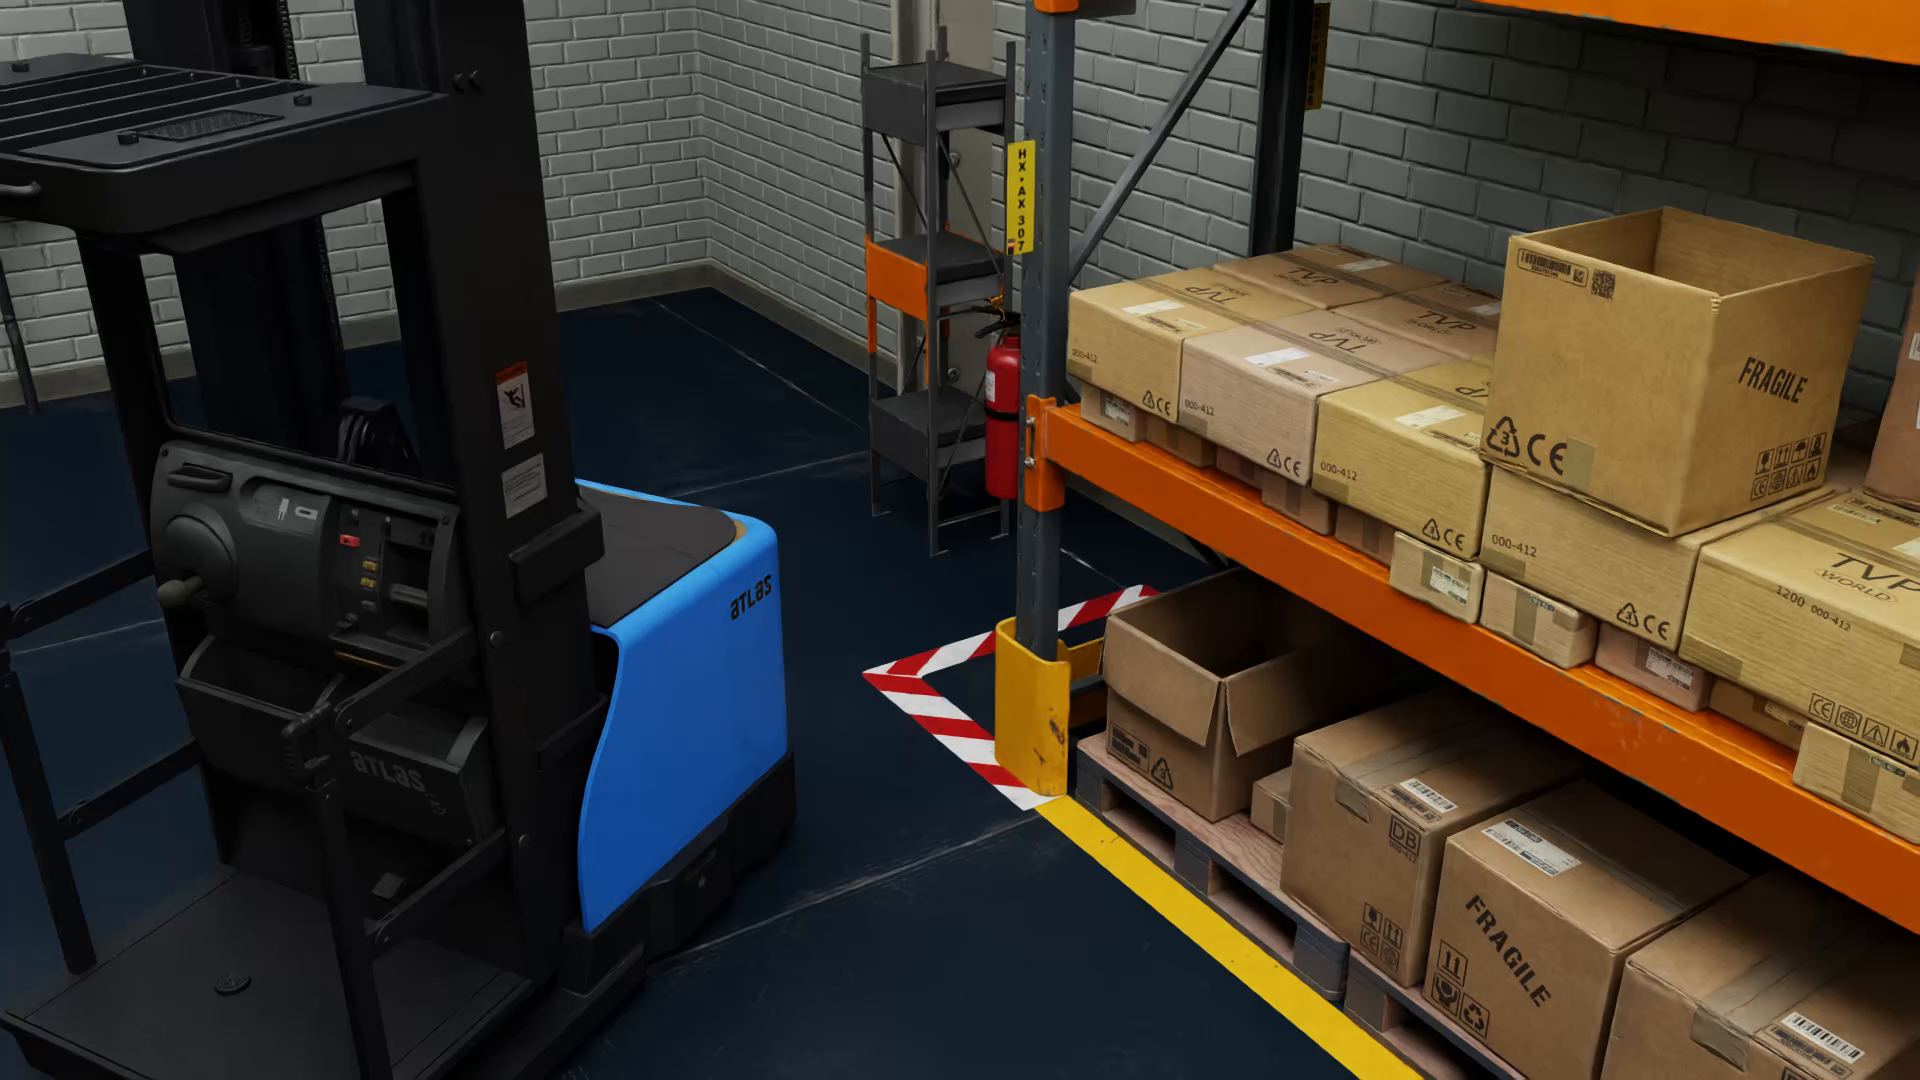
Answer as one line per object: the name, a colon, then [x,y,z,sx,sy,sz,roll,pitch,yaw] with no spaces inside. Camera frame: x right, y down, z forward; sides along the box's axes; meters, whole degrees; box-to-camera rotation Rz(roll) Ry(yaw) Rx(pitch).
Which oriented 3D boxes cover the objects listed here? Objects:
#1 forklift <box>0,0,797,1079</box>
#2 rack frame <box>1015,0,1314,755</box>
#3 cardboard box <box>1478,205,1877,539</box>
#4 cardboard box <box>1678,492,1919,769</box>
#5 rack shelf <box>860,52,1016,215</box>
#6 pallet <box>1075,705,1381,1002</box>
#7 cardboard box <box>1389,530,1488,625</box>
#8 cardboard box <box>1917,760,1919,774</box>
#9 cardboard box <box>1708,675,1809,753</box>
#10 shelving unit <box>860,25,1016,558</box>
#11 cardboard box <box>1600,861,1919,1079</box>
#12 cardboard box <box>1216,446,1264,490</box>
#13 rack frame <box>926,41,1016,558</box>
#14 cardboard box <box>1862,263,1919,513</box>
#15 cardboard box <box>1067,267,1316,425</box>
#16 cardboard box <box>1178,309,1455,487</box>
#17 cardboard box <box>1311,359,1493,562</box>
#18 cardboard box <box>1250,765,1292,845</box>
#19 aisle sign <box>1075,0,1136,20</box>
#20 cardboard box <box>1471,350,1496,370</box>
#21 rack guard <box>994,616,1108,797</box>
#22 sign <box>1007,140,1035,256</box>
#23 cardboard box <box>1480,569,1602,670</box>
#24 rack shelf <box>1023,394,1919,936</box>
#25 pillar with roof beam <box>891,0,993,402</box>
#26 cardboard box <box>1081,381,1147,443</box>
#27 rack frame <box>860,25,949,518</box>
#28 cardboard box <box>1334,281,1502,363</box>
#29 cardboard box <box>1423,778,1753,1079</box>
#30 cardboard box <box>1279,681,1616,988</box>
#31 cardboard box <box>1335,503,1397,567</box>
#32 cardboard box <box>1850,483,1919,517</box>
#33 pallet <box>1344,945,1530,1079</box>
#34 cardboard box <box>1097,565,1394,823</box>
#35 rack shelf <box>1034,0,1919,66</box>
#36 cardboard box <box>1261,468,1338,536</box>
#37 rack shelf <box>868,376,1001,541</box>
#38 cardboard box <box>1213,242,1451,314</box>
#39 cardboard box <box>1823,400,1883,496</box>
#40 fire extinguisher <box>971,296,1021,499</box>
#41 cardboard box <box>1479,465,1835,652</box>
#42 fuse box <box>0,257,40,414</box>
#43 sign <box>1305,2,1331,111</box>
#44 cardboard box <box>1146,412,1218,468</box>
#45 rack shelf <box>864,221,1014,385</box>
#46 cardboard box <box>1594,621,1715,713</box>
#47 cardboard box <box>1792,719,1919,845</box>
forklift: [-1.629,0.060,3.690,1.130,2.935,3.031,12,28,24]
rack frame: [0.634,-0.726,5.274,1.000,3.000,0.127,-16,29,-30]
cardboard box: [1.475,-0.370,3.470,0.500,0.500,0.500,-15,29,-28]
cardboard box: [1.788,0.155,3.234,0.500,0.250,0.500,-16,30,-30]
rack shelf: [-0.090,-1.629,6.634,0.431,0.518,0.480,-16,29,-30]
pallet: [1.111,0.847,5.209,1.003,0.211,1.213,-16,29,-30]
cardboard box: [1.245,0.041,3.943,0.380,0.149,0.250,-16,30,-31]
cardboard box: [2.049,0.337,2.850,0.500,0.250,0.500,-15,29,-29]
cardboard box: [1.779,0.284,3.428,0.380,0.149,0.250,-15,29,-29]
shelving unit: [-0.090,-1.009,6.927,0.431,2.100,0.503,-16,29,-30]
cardboard box: [1.889,1.141,3.755,0.700,0.500,0.500,-17,30,-31]
cardboard box: [0.934,-0.265,4.592,0.380,0.149,0.250,-16,30,-30]
rack frame: [0.043,-0.921,6.742,0.400,2.100,0.015,-16,29,-30]
cardboard box: [2.228,-0.296,3.312,0.500,0.500,0.500,-16,30,-31]
cardboard box: [0.656,-0.568,4.766,0.500,0.250,0.500,-15,29,-29]
cardboard box: [0.931,-0.387,4.384,0.500,0.250,0.500,-15,29,-29]
cardboard box: [1.211,-0.207,4.002,0.500,0.250,0.500,-16,30,-31]
cardboard box: [1.088,0.775,4.942,0.380,0.149,0.250,-17,30,-32]
aisle sign: [0.351,-1.858,4.626,0.394,0.787,0.004,-16,29,-30]
cardboard box: [1.654,-0.327,4.257,0.500,0.250,0.500,-15,29,-28]
rack guard: [0.675,0.431,5.750,1.175,0.500,0.348,-16,29,-30]
sign: [0.179,-0.991,4.822,0.100,0.325,0.005,-16,29,-30]
cardboard box: [1.406,0.131,3.754,0.380,0.149,0.250,-15,29,-28]
rack shelf: [1.726,0.315,3.913,1.077,0.370,4.000,-16,29,-30]
pillar with roof beam: [-3.690,-3.610,4.356,9.100,9.000,0.400,-16,29,-30]
cardboard box: [0.584,-0.431,4.944,0.380,0.149,0.250,-16,30,-30]
rack frame: [-0.224,-1.096,7.112,0.400,2.100,0.015,-16,29,-30]
cardboard box: [1.388,-0.505,4.634,0.500,0.250,0.500,-15,29,-29]
cardboard box: [1.527,0.982,4.091,0.500,0.500,0.500,-15,29,-29]
cardboard box: [1.323,0.770,4.541,0.700,0.500,0.500,-14,29,-27]
cardboard box: [1.170,-0.067,4.172,0.380,0.149,0.250,-15,29,-29]
cardboard box: [2.214,0.035,3.489,0.500,0.250,0.500,-15,29,-28]
pallet: [1.773,1.283,4.285,1.003,0.211,1.213,-16,29,-30]
cardboard box: [0.888,0.454,5.208,0.797,0.503,0.637,-17,30,-32]
rack shelf: [1.726,-1.042,3.272,1.077,0.370,4.000,-16,29,-30]
cardboard box: [1.020,-0.160,4.370,0.380,0.149,0.250,-15,29,-28]
rack shelf: [-0.090,-0.363,7.232,0.431,0.518,0.480,-16,29,-30]
cardboard box: [1.107,-0.690,5.025,0.500,0.250,0.500,-15,29,-28]
cardboard box: [1.940,-0.140,3.860,0.500,0.250,0.500,-16,29,-30]
fire extinguisher: [0.166,-0.467,5.254,0.296,0.674,0.183,-16,29,-30]
cardboard box: [1.508,-0.029,3.625,0.500,0.250,0.500,-16,30,-31]
fuse box: [-4.781,-1.434,8.284,0.539,1.711,0.414,-16,29,-30]
sign: [1.110,-1.515,5.219,0.100,0.325,0.005,-16,29,-30]
cardboard box: [0.761,-0.351,4.774,0.380,0.149,0.250,-15,29,-28]
rack shelf: [-0.090,-0.996,6.933,0.431,0.518,0.480,-16,29,-30]
cardboard box: [1.605,0.207,3.592,0.380,0.149,0.250,-16,29,-30]
cardboard box: [1.826,0.403,3.178,0.380,0.149,0.250,-16,30,-30]
